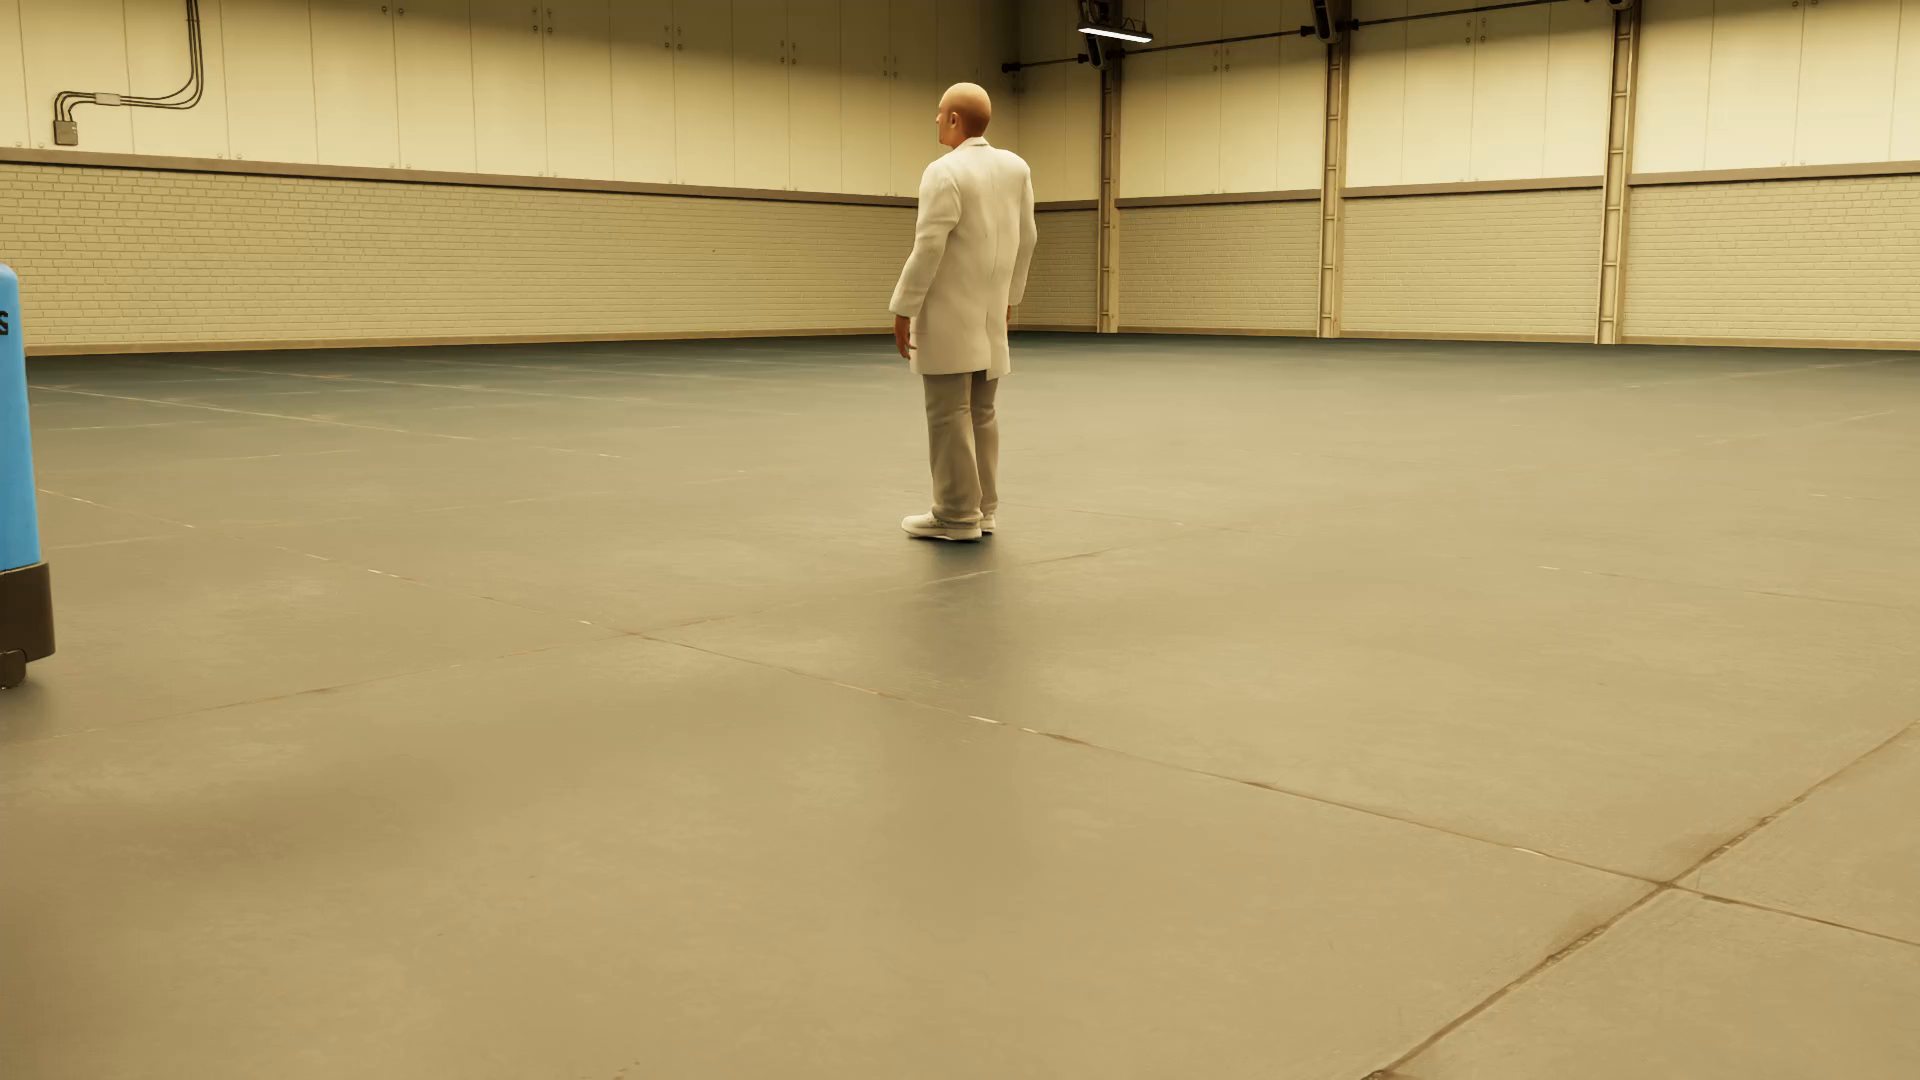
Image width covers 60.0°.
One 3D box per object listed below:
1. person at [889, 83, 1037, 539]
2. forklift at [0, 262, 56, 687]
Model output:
[{"bbox_3d":[-0.061,-0.896,6.649,0.581,1.775,0.696,8,12,43],"label":"person"},{"bbox_3d":[-3.070,-0.884,2.745,1.130,2.935,3.031,1,9,9],"label":"forklift"}]
